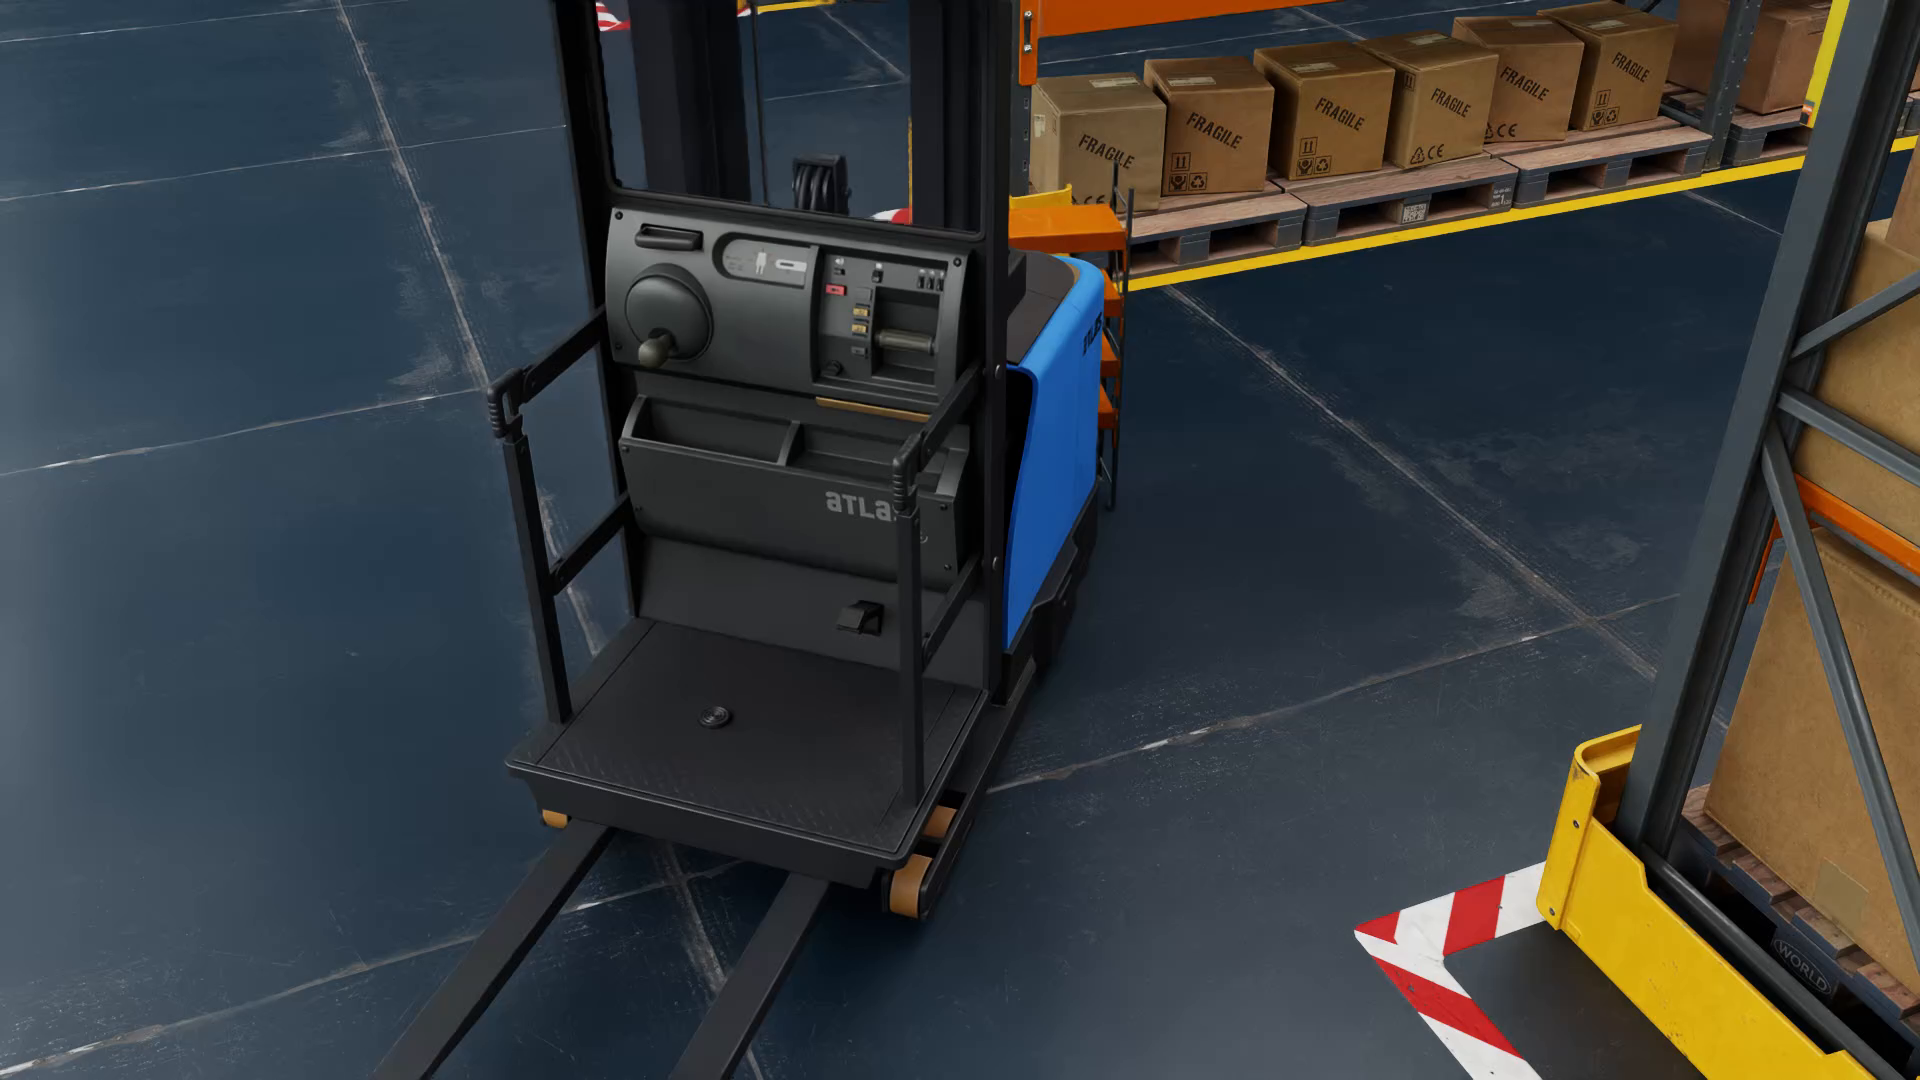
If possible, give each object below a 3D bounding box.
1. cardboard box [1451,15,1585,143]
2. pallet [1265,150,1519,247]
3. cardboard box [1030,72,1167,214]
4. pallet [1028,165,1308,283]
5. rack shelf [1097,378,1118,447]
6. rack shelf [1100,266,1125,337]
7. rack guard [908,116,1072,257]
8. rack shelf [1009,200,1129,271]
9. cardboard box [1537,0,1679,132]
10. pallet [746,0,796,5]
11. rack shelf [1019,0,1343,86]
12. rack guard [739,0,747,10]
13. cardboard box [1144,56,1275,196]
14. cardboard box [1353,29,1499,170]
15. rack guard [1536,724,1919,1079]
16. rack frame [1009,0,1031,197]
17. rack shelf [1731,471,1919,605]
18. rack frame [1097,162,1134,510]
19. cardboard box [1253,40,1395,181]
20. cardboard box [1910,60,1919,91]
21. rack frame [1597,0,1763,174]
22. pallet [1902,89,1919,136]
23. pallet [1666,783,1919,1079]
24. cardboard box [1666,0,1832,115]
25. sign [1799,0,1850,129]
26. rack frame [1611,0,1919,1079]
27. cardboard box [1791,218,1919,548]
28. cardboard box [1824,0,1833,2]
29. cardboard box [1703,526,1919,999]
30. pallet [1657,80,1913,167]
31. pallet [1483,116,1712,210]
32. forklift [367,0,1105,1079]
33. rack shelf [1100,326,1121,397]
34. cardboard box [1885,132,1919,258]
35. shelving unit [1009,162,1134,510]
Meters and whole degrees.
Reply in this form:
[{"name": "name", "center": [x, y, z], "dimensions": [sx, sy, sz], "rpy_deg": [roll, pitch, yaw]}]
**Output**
[{"name": "cardboard box", "center": [2.827, -2.375, 8.556], "dimensions": [0.500, 0.500, 0.500], "rpy_deg": [-2, 33, -4]}, {"name": "pallet", "center": [2.005, -1.847, 8.396], "dimensions": [1.213, 0.211, 1.003], "rpy_deg": [-13, 35, -19]}, {"name": "cardboard box", "center": [0.631, -1.843, 7.739], "dimensions": [0.500, 0.500, 0.500], "rpy_deg": [-7, 34, -10]}, {"name": "pallet", "center": [0.882, -1.592, 8.003], "dimensions": [1.213, 0.211, 1.003], "rpy_deg": [-13, 35, -19]}, {"name": "rack shelf", "center": [0.285, -0.432, 5.800], "dimensions": [0.480, 0.148, 0.258], "rpy_deg": [-5, 33, -7]}, {"name": "rack shelf", "center": [0.285, -0.785, 5.570], "dimensions": [0.480, 0.148, 0.258], "rpy_deg": [-5, 33, -7]}, {"name": "rack guard", "center": [0.119, -1.559, 7.688], "dimensions": [0.348, 0.500, 1.175], "rpy_deg": [-13, 35, -19]}, {"name": "rack shelf", "center": [0.285, -0.984, 5.441], "dimensions": [0.480, 0.148, 0.258], "rpy_deg": [-5, 33, -7]}, {"name": "cardboard box", "center": [3.353, -2.499, 8.748], "dimensions": [0.500, 0.500, 0.500], "rpy_deg": [-14, 36, -20]}, {"name": "pallet", "center": [-1.066, -4.121, 11.890], "dimensions": [1.213, 0.211, 1.003], "rpy_deg": [-13, 35, -19]}, {"name": "rack shelf", "center": [1.893, -2.712, 7.827], "dimensions": [4.000, 0.370, 1.077], "rpy_deg": [-13, 35, -19]}, {"name": "rack guard", "center": [-1.817, -4.074, 11.552], "dimensions": [0.348, 0.500, 1.175], "rpy_deg": [-13, 35, -19]}, {"name": "cardboard box", "center": [1.169, -1.986, 7.959], "dimensions": [0.500, 0.500, 0.500], "rpy_deg": [-4, 33, -6]}, {"name": "cardboard box", "center": [2.285, -2.204, 8.294], "dimensions": [0.500, 0.500, 0.500], "rpy_deg": [-16, 36, -23]}, {"name": "rack guard", "center": [1.854, 0.977, 3.790], "dimensions": [0.348, 0.500, 1.175], "rpy_deg": [-13, 35, -19]}, {"name": "rack frame", "center": [0.049, -2.591, 6.982], "dimensions": [0.127, 3.000, 1.000], "rpy_deg": [-13, 35, -19]}, {"name": "rack shelf", "center": [3.720, -0.196, 3.961], "dimensions": [4.000, 0.370, 1.077], "rpy_deg": [-13, 35, -19]}, {"name": "rack frame", "center": [0.526, -0.674, 5.686], "dimensions": [0.015, 1.200, 0.240], "rpy_deg": [-5, 33, -7]}, {"name": "cardboard box", "center": [1.753, -2.109, 8.148], "dimensions": [0.500, 0.500, 0.500], "rpy_deg": [-10, 34, -14]}, {"name": "cardboard box", "center": [5.274, -2.901, 9.346], "dimensions": [0.500, 0.500, 0.700], "rpy_deg": [-16, 36, -23]}, {"name": "rack frame", "center": [3.737, -3.435, 8.280], "dimensions": [0.127, 3.000, 1.000], "rpy_deg": [-13, 35, -19]}, {"name": "pallet", "center": [5.581, -2.691, 9.693], "dimensions": [1.213, 0.211, 1.003], "rpy_deg": [-13, 35, -19]}, {"name": "pallet", "center": [2.583, 0.885, 4.196], "dimensions": [1.213, 0.211, 1.003], "rpy_deg": [-13, 35, -19]}, {"name": "cardboard box", "center": [4.311, -2.691, 9.024], "dimensions": [0.500, 0.500, 0.700], "rpy_deg": [-16, 36, -23]}, {"name": "sign", "center": [1.678, -0.936, 3.159], "dimensions": [0.005, 0.325, 0.100], "rpy_deg": [-13, 35, -19]}, {"name": "rack frame", "center": [1.876, -0.075, 3.116], "dimensions": [0.127, 3.000, 1.000], "rpy_deg": [-13, 35, -19]}, {"name": "cardboard box", "center": [2.200, -0.239, 3.230], "dimensions": [0.550, 0.550, 0.875], "rpy_deg": [-13, 35, -19]}, {"name": "cardboard box", "center": [4.758, -2.782, 9.164], "dimensions": [0.500, 0.500, 0.700], "rpy_deg": [-13, 35, -19]}, {"name": "cardboard box", "center": [2.475, 0.463, 3.852], "dimensions": [0.875, 0.875, 0.875], "rpy_deg": [-13, 35, -19]}, {"name": "pallet", "center": [4.454, -2.432, 9.294], "dimensions": [1.213, 0.211, 1.003], "rpy_deg": [-13, 35, -19]}, {"name": "pallet", "center": [3.131, -2.107, 8.795], "dimensions": [1.213, 0.211, 1.003], "rpy_deg": [-13, 35, -19]}, {"name": "forklift", "center": [-0.497, -0.511, 3.848], "dimensions": [1.130, 2.935, 3.031], "rpy_deg": [11, 34, 16]}, {"name": "rack shelf", "center": [0.285, -0.598, 5.692], "dimensions": [0.480, 0.148, 0.258], "rpy_deg": [-5, 33, -7]}, {"name": "cardboard box", "center": [2.233, -0.650, 2.871], "dimensions": [0.550, 0.550, 0.875], "rpy_deg": [-13, 35, -19]}, {"name": "shelving unit", "center": [0.285, -0.654, 5.655], "dimensions": [0.503, 1.200, 0.258], "rpy_deg": [-5, 33, -7]}]
